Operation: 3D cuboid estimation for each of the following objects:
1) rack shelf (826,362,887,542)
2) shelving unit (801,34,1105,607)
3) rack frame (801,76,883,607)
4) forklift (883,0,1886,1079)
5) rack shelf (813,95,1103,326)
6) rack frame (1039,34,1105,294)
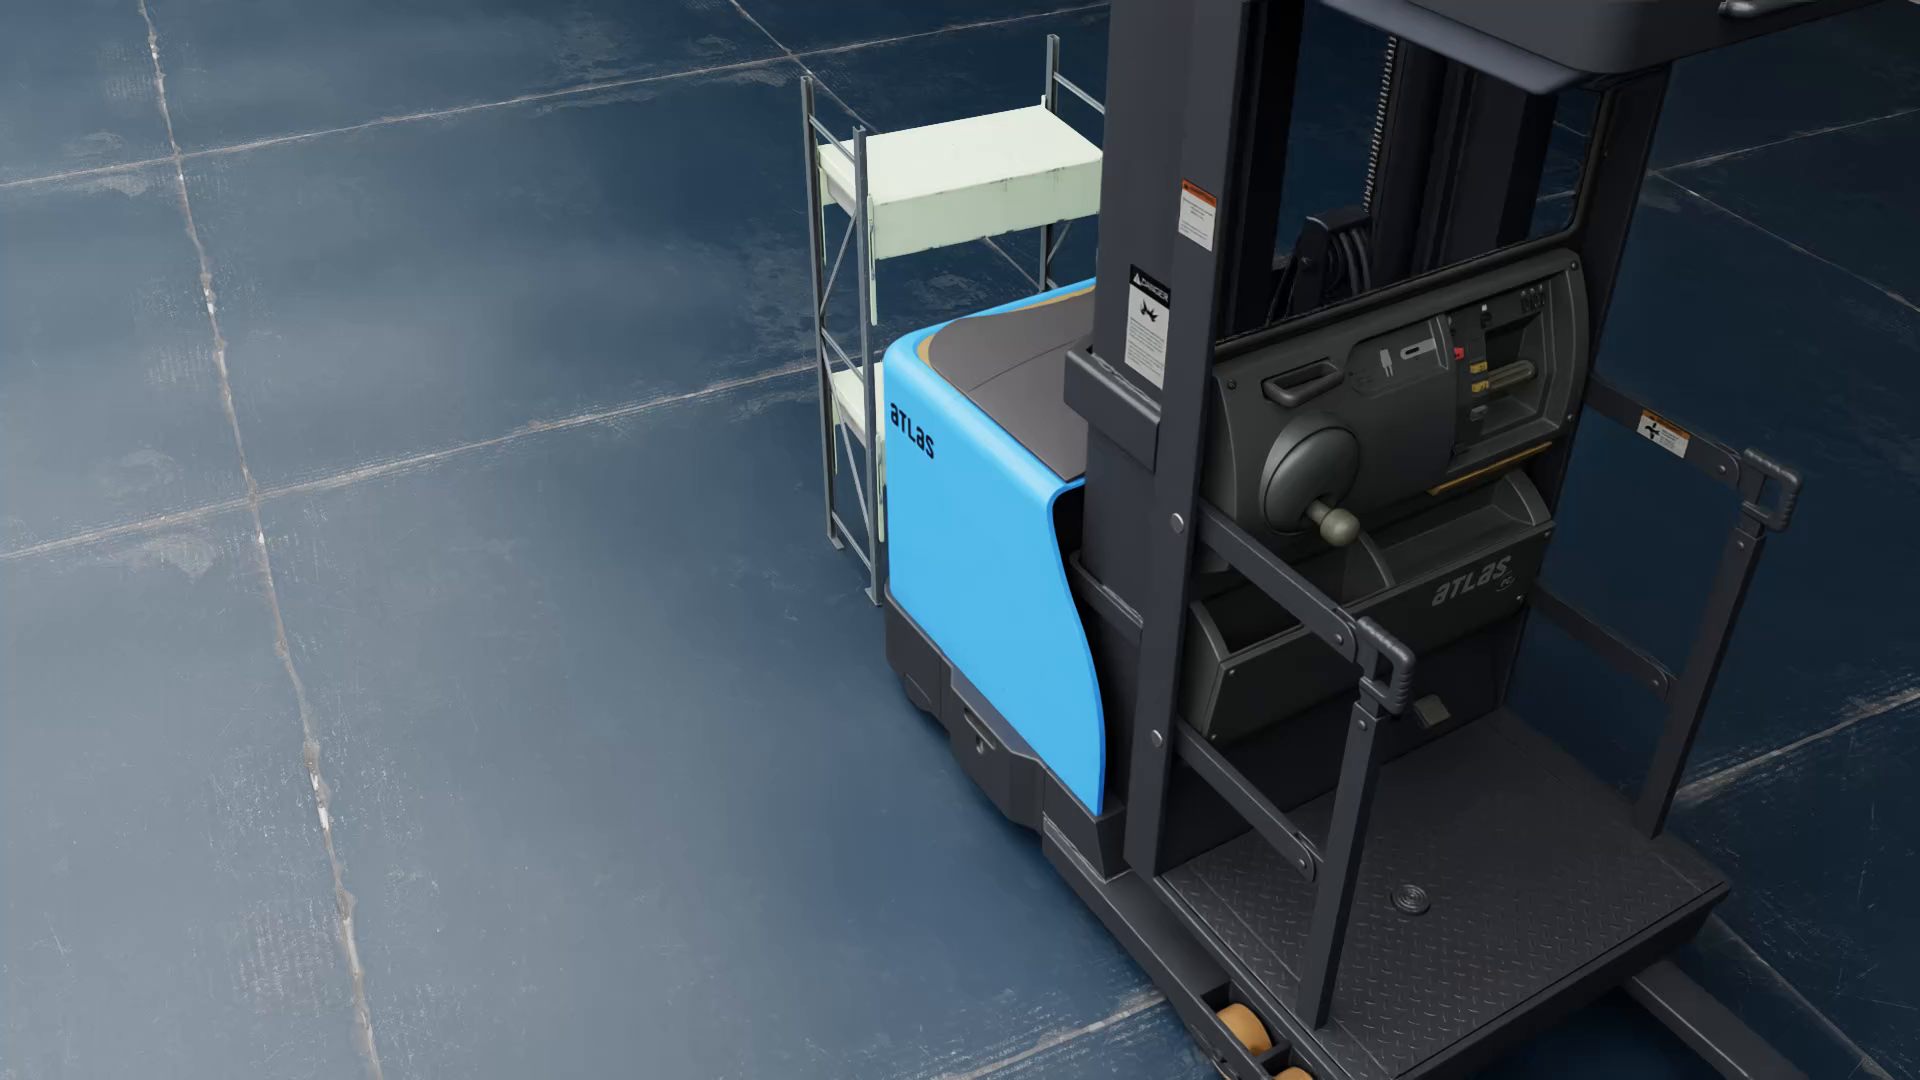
[{"bbox_3d":[0.006,-0.342,5.000,0.720,0.370,0.431,-16,39,-20],"label":"rack shelf"},{"bbox_3d":[0.006,-0.604,4.805,0.755,1.500,0.431,-16,39,-20],"label":"shelving unit"},{"bbox_3d":[-0.325,-0.511,4.681,0.023,1.500,0.400,-16,39,-20],"label":"rack frame"},{"bbox_3d":[0.989,-0.213,3.076,1.130,2.935,3.031,-20,41,-25],"label":"forklift"},{"bbox_3d":[0.006,-0.918,4.573,0.720,0.370,0.431,-16,39,-20],"label":"rack shelf"},{"bbox_3d":[0.337,-0.697,4.930,0.023,1.500,0.400,-16,39,-20],"label":"rack frame"}]
